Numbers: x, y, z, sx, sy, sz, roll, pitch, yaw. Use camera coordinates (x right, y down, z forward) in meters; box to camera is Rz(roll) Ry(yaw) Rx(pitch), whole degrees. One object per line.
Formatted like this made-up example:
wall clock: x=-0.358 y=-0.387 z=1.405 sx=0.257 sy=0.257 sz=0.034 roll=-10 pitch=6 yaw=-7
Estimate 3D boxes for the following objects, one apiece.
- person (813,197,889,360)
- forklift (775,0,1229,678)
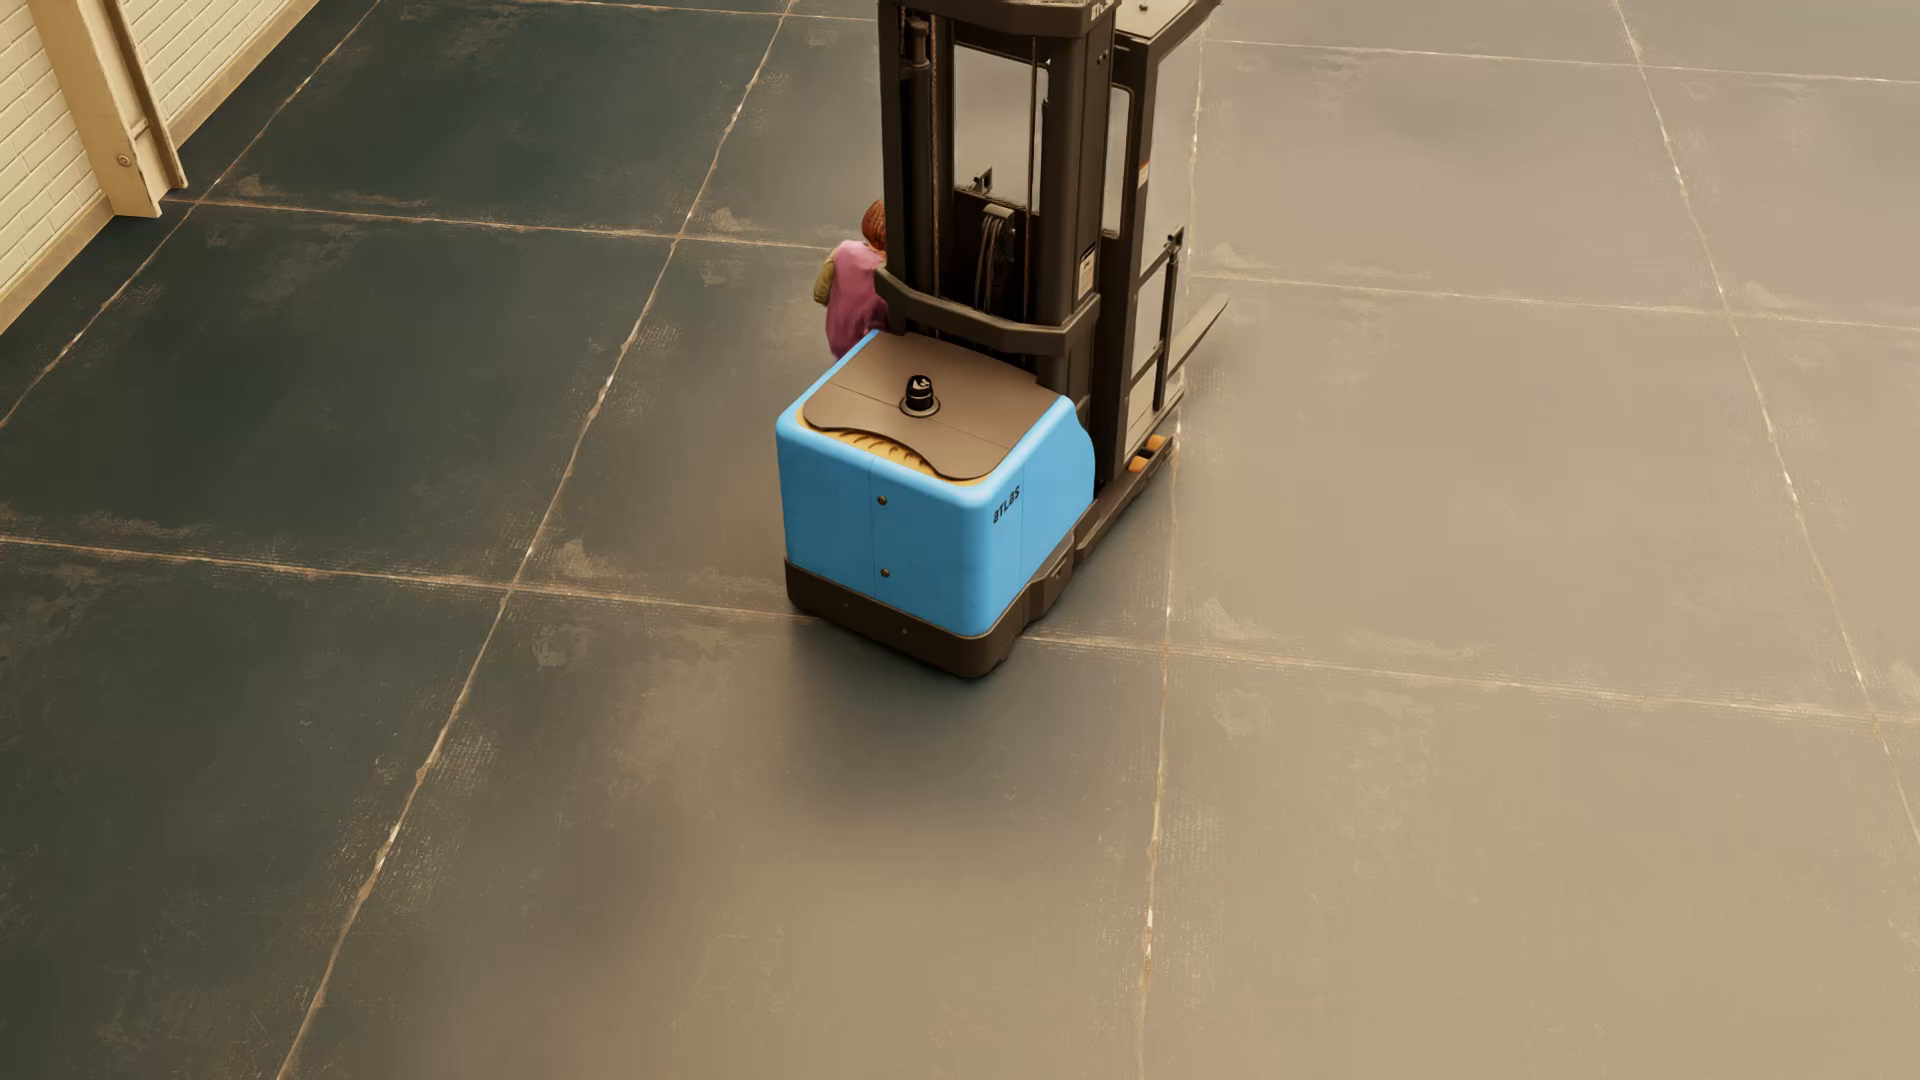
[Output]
person: x=-0.311 y=-1.071 z=7.807 sx=0.666 sy=1.332 sz=0.570 roll=10 pitch=44 yaw=11
forklift: x=0.400 y=-1.471 z=7.325 sx=1.130 sy=2.935 sz=3.031 roll=22 pitch=47 yaw=22
